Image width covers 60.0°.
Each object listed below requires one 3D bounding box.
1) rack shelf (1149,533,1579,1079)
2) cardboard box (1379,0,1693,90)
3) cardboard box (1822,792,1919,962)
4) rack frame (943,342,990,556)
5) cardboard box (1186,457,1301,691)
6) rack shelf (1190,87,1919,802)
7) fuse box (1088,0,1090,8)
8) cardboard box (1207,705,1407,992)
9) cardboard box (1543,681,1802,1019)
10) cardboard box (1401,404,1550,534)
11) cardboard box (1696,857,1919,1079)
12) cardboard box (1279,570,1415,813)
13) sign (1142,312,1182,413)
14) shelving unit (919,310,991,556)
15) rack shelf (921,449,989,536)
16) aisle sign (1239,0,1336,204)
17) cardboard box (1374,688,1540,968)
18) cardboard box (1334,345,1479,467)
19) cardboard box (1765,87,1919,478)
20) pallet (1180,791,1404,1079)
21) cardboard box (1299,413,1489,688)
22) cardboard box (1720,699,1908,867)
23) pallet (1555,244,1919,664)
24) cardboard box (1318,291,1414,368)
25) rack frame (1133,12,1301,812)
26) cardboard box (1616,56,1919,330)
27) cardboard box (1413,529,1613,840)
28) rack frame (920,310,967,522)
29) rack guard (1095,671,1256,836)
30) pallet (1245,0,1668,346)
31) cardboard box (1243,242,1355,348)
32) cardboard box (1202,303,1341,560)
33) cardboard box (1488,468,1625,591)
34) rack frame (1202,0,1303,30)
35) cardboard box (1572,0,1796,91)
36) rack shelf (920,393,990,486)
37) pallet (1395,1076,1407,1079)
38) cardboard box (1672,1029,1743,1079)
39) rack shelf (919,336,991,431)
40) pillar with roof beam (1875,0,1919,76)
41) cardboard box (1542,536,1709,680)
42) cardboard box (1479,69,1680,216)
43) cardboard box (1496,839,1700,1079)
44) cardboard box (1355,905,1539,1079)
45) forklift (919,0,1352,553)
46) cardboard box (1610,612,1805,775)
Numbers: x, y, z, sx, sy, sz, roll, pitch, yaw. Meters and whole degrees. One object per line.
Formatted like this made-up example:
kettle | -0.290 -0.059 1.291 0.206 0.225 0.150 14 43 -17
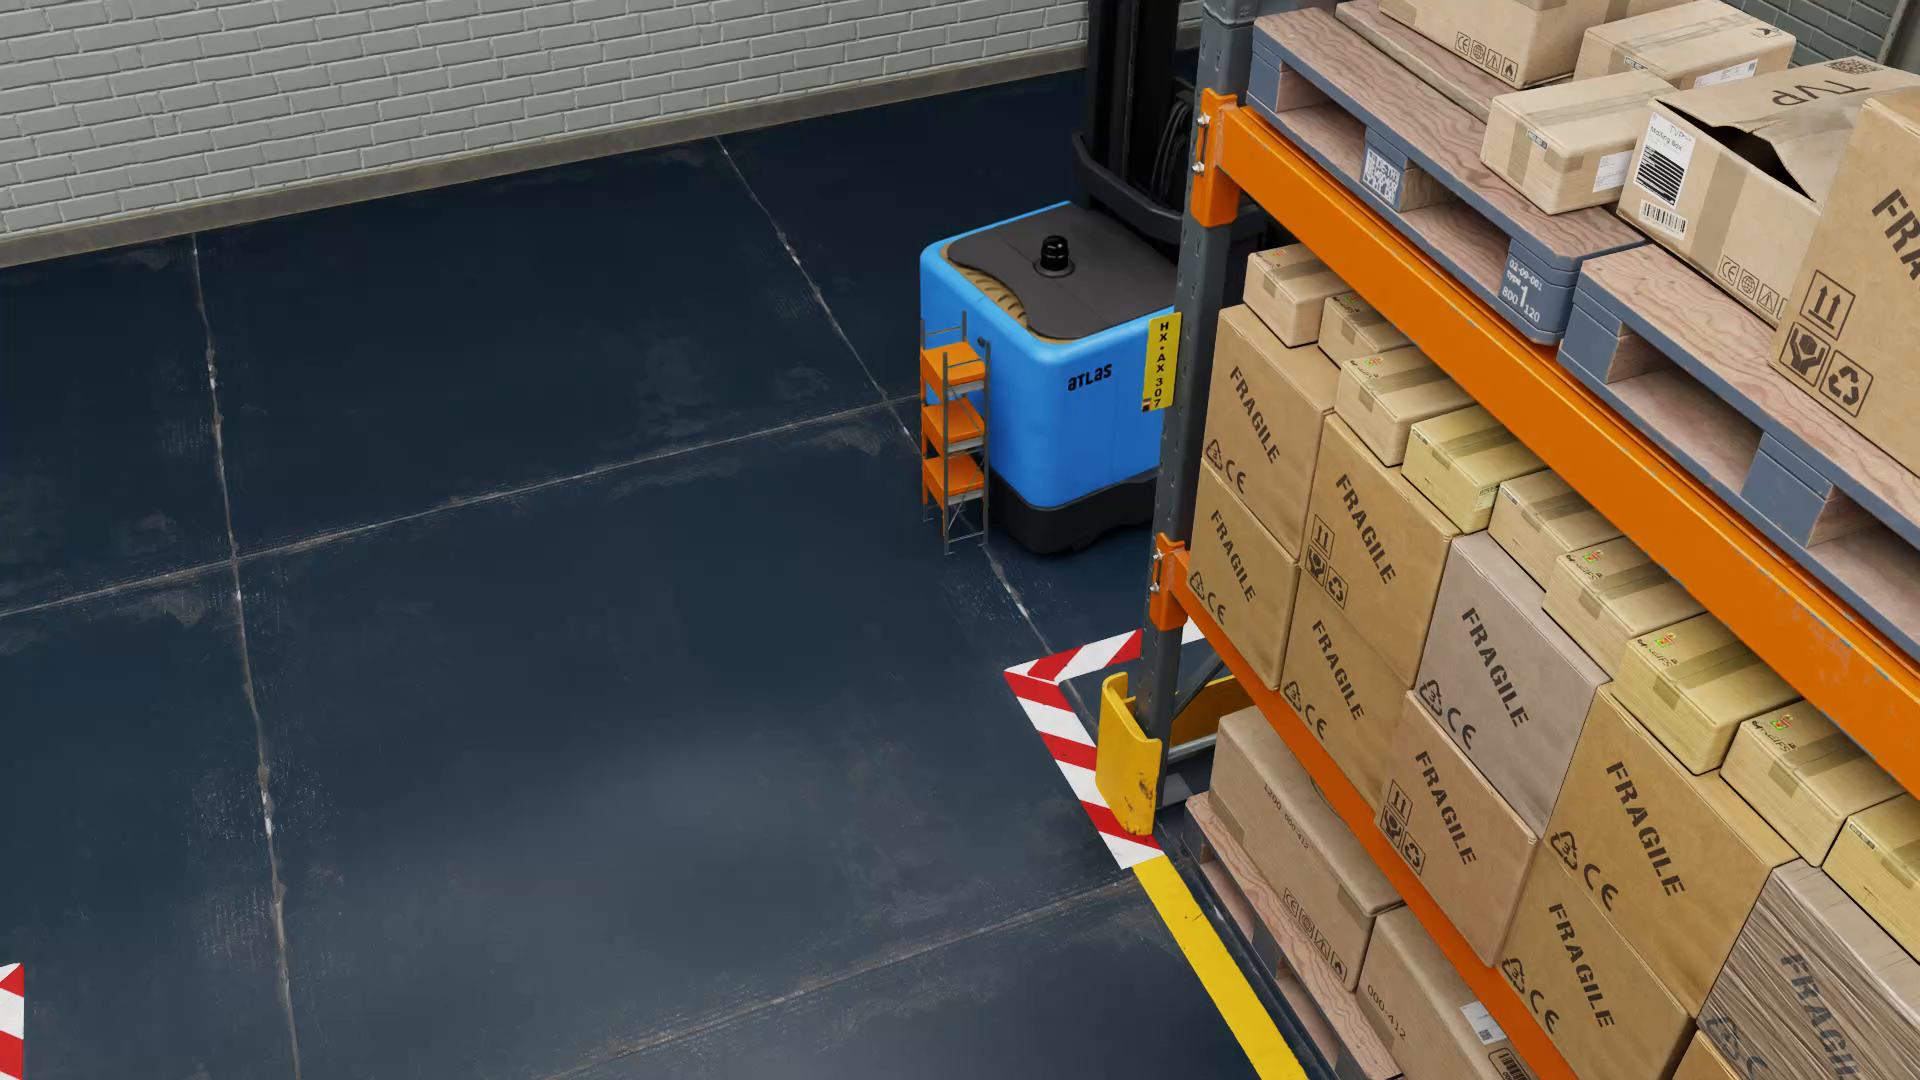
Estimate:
rack shelf | 1.864 1.189 4.119 1.077 0.370 4.000 -15 43 -17
cardboard box | 1.354 -1.318 3.897 0.500 0.250 0.500 -19 44 -21
cardboard box | 1.786 0.566 2.950 0.380 0.149 0.250 -16 43 -18
rack frame | 0.026 -0.357 6.860 0.200 1.050 0.008 -15 43 -17
cardboard box | 1.017 0.034 4.833 0.500 0.500 0.500 -15 43 -17
rack shelf | 1.864 0.051 3.141 1.077 0.370 4.000 -15 43 -17
fuse box | 0.916 -3.627 10.156 0.539 1.711 0.414 -15 43 -17
cardboard box | 1.443 0.896 5.550 0.875 0.438 0.875 -17 43 -18
cardboard box | 1.619 0.572 3.440 0.500 0.500 0.500 -15 43 -17
cardboard box | 1.255 -0.190 3.829 0.380 0.149 0.250 -16 43 -18
cardboard box | 1.803 0.876 3.087 0.500 0.500 0.500 -15 43 -16
cardboard box | 1.236 0.332 4.487 0.500 0.500 0.500 -16 43 -17
sign | 0.583 -0.512 4.820 0.100 0.325 0.005 -15 43 -17
shelving unit | -0.020 -0.430 6.945 0.215 1.050 0.252 -15 43 -17
rack shelf | -0.020 -0.212 7.133 0.215 0.259 0.240 -15 43 -17
aisle sign | 0.803 -1.245 4.404 0.394 0.787 0.004 -15 43 -17
cardboard box | 1.414 0.643 4.125 0.500 0.500 0.500 -15 43 -17
cardboard box | 1.138 -0.344 4.008 0.380 0.149 0.250 -14 43 -16
cardboard box | 1.731 -0.409 2.649 0.500 0.500 0.500 -14 43 -16
pallet | 1.477 1.231 5.657 1.003 0.211 1.213 -15 43 -17
cardboard box | 1.223 -0.036 4.148 0.500 0.500 0.500 -16 43 -18
cardboard box | 1.678 0.422 3.118 0.380 0.149 0.250 -15 43 -17
pallet | 1.862 -0.212 2.964 1.003 0.211 1.213 -15 43 -17
cardboard box | 1.144 -0.529 4.223 0.380 0.149 0.250 -14 43 -16
rack frame | 1.098 -0.289 5.285 1.000 3.000 0.127 -15 43 -17
cardboard box | 1.625 -0.675 3.104 0.500 0.311 0.500 -14 43 -16
cardboard box | 1.427 0.272 3.790 0.500 0.500 0.500 -15 43 -17
rack frame | -0.067 -0.504 7.031 0.200 1.050 0.008 -15 43 -17
rack guard | 1.089 0.645 6.117 1.175 0.500 0.348 -15 43 -17
pallet | 1.392 -0.948 3.819 1.003 0.211 1.213 -15 43 -17
cardboard box | 0.978 -0.669 4.386 0.380 0.149 0.250 -14 43 -16
cardboard box | 1.019 -0.346 4.508 0.500 0.500 0.500 -16 43 -18
cardboard box | 1.405 -0.044 3.660 0.380 0.149 0.250 -15 43 -16
rack frame | 1.098 -2.563 3.329 1.000 3.000 0.127 -15 43 -17
cardboard box | 1.588 -1.047 3.660 0.380 0.149 0.250 -18 44 -20
rack shelf | -0.020 -0.422 6.952 0.215 0.259 0.240 -15 43 -17
pallet | 1.939 1.964 4.804 1.003 0.211 1.213 -15 43 -17
cardboard box | 1.807 1.259 3.408 0.500 0.500 0.500 -16 43 -17
rack shelf | -0.020 -0.637 6.767 0.215 0.259 0.240 -15 43 -17
pillar with roof beam | 1.507 -4.579 5.673 9.100 9.000 0.400 -15 43 -17
cardboard box | 1.461 0.116 3.473 0.380 0.149 0.250 -15 43 -16
cardboard box | 1.302 -0.815 3.391 0.380 0.149 0.250 -14 43 -15
cardboard box | 1.621 0.940 3.779 0.500 0.500 0.500 -14 43 -15
cardboard box | 1.801 1.445 4.912 0.875 0.438 0.875 -14 43 -16
forklift | 1.337 -1.784 7.076 3.031 2.935 1.130 -22 45 -24
cardboard box | 1.533 0.276 3.288 0.380 0.149 0.250 -16 43 -18
